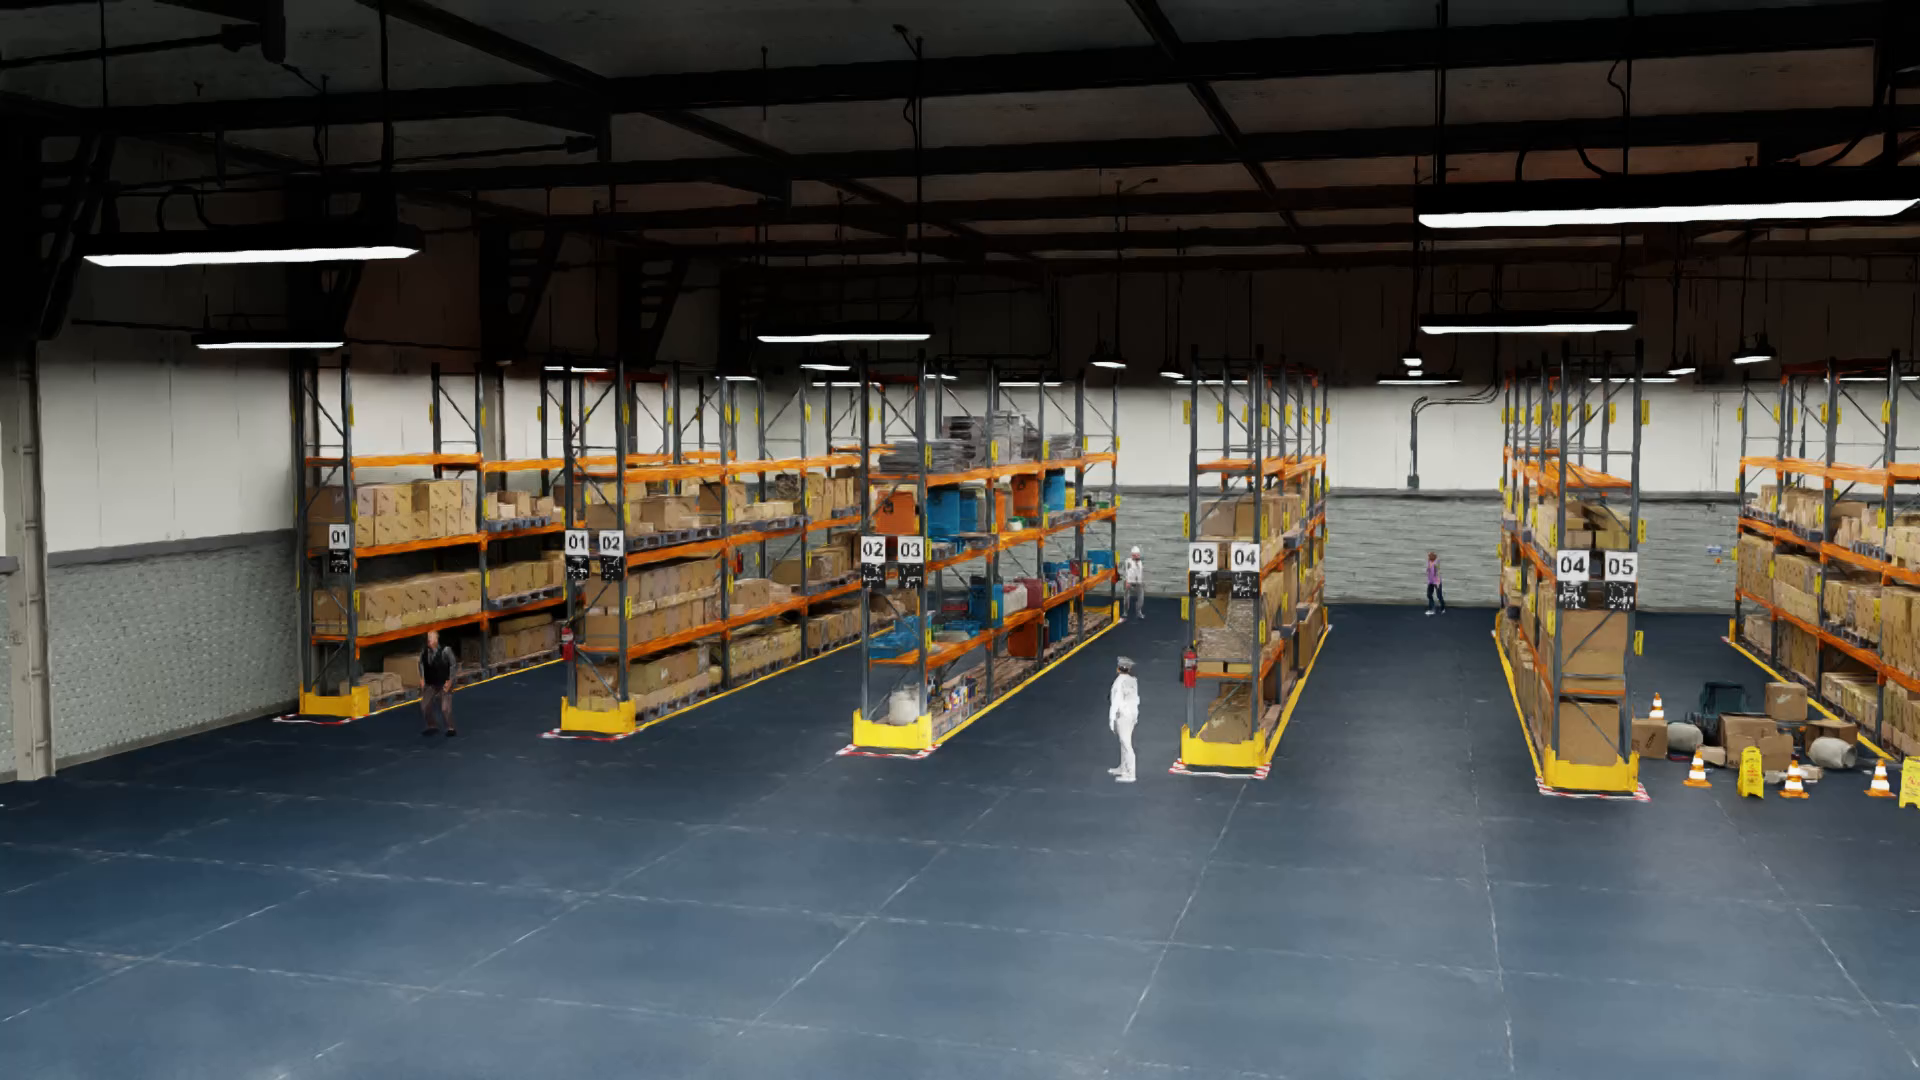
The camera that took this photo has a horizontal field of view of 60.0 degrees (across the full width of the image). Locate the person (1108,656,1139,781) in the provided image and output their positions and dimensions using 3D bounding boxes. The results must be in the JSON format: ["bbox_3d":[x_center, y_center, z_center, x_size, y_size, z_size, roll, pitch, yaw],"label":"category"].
[{"bbox_3d":[2.247,2.439,22.915,0.557,1.660,0.592,3,5,35],"label":"person"}]

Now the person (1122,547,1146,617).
[{"bbox_3d":[4.308,1.032,41.288,0.605,1.753,0.621,-2,5,-22],"label":"person"}]

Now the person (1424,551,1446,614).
[{"bbox_3d":[12.007,1.073,41.939,0.532,1.586,0.457,-2,5,-23],"label":"person"}]

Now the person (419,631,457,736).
[{"bbox_3d":[-8.131,2.232,25.913,0.677,1.674,0.534,1,4,15],"label":"person"}]
